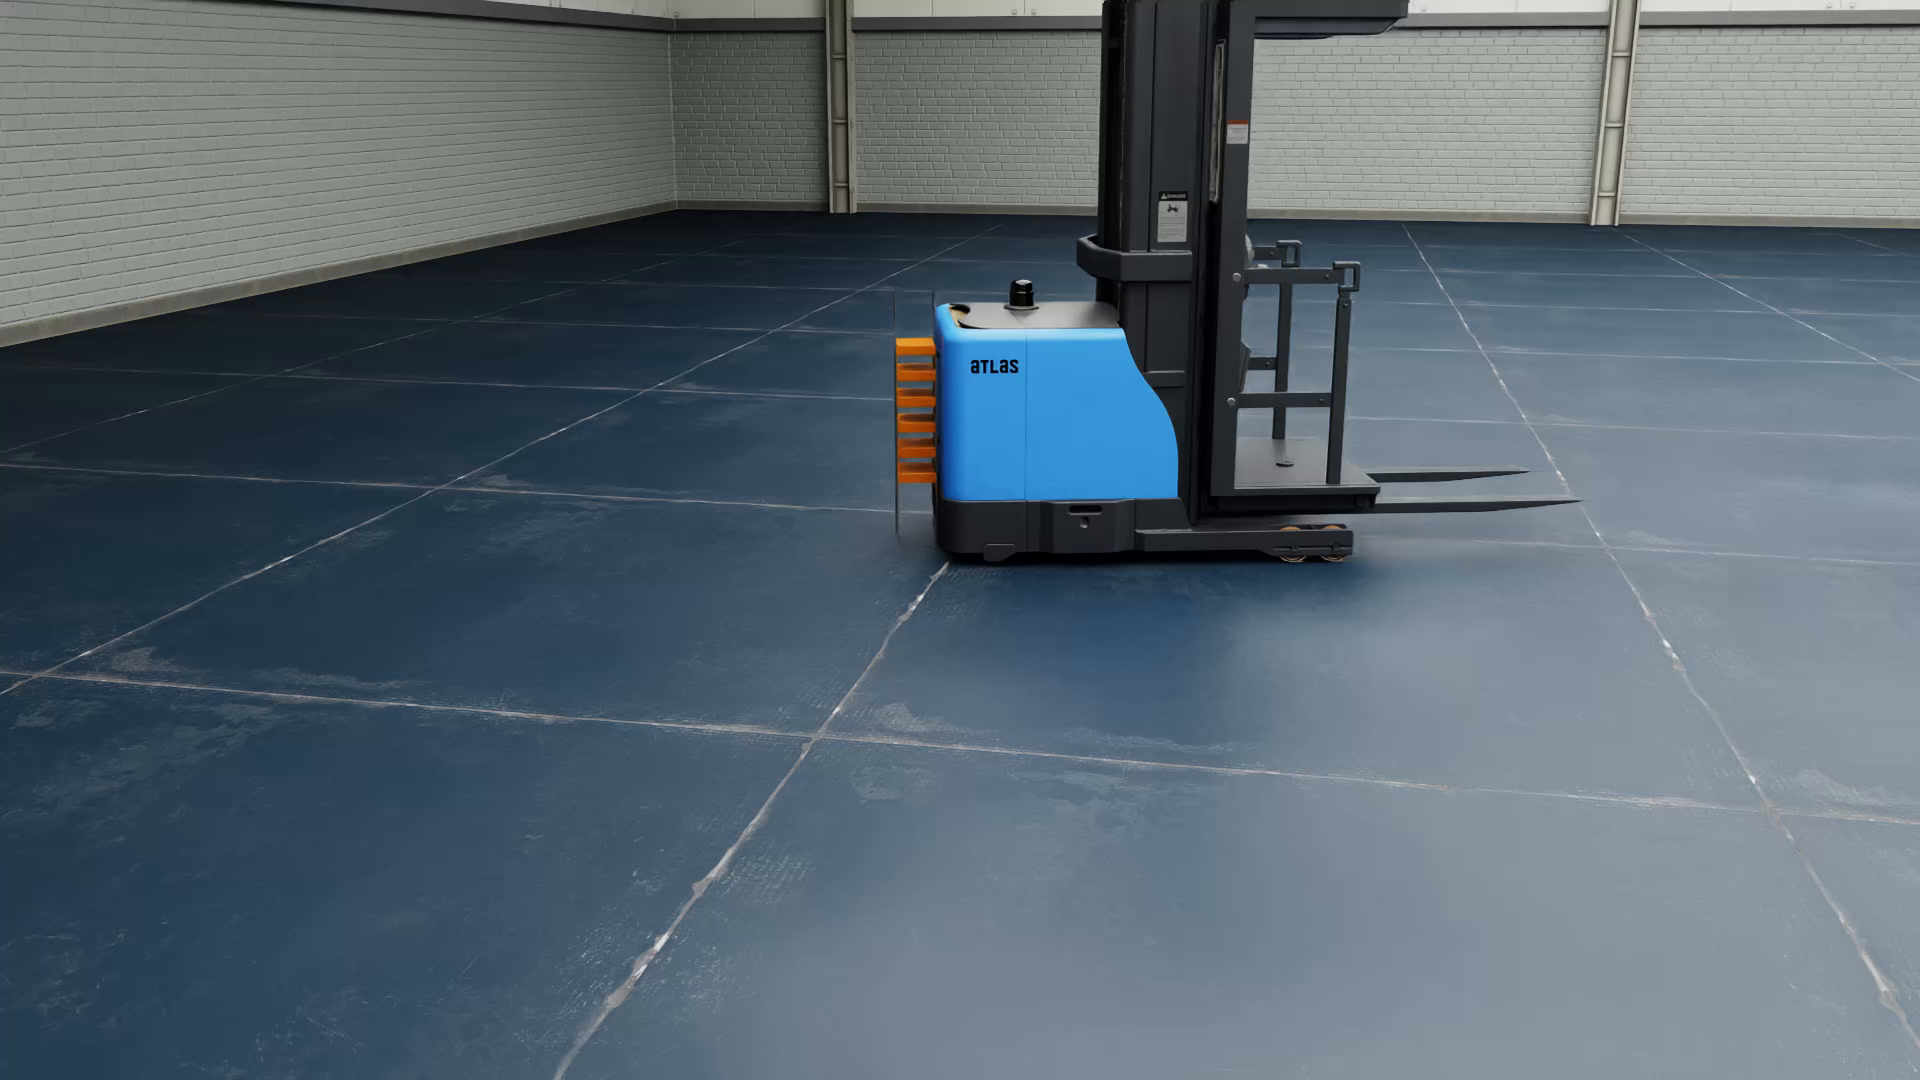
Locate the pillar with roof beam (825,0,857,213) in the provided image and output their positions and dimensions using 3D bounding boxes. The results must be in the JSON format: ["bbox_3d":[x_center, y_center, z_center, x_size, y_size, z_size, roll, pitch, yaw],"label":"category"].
[{"bbox_3d":[-2.799,-8.670,22.435,0.400,9.000,9.100,3,16,11],"label":"pillar with roof beam"}]

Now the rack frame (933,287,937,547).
[{"bbox_3d":[-0.117,-0.575,7.820,0.006,1.200,0.240,-1,16,-4],"label":"rack frame"}]

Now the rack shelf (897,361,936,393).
[{"bbox_3d":[-0.209,-0.762,7.762,0.180,0.103,0.258,-1,16,-4],"label":"rack shelf"}]

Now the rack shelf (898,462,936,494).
[{"bbox_3d":[-0.209,-0.299,7.890,0.180,0.103,0.258,-1,16,-4],"label":"rack shelf"}]

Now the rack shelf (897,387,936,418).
[{"bbox_3d":[-0.209,-0.646,7.794,0.180,0.103,0.258,-1,16,-4],"label":"rack shelf"}]

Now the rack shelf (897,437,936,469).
[{"bbox_3d":[-0.209,-0.415,7.858,0.180,0.103,0.258,-1,16,-4],"label":"rack shelf"}]

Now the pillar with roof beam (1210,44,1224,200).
[{"bbox_3d":[3.081,-8.351,21.283,0.400,9.000,9.100,3,16,11],"label":"pillar with roof beam"}]

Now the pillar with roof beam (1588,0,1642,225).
[{"bbox_3d":[8.960,-8.032,20.131,0.400,9.000,9.100,3,16,11],"label":"pillar with roof beam"}]

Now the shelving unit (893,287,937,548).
[{"bbox_3d":[-0.209,-0.573,7.814,0.189,1.200,0.258,-1,16,-4],"label":"shelving unit"}]

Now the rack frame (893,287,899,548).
[{"bbox_3d":[-0.300,-0.572,7.808,0.006,1.200,0.240,-1,16,-4],"label":"rack frame"}]

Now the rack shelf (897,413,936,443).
[{"bbox_3d":[-0.209,-0.530,7.826,0.180,0.103,0.258,-1,16,-4],"label":"rack shelf"}]

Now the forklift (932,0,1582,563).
[{"bbox_3d":[1.400,-1.447,7.727,3.031,2.935,1.130,-1,16,-4],"label":"forklift"}]

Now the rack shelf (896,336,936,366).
[{"bbox_3d":[-0.209,-0.877,7.730,0.180,0.103,0.258,-1,16,-4],"label":"rack shelf"}]
